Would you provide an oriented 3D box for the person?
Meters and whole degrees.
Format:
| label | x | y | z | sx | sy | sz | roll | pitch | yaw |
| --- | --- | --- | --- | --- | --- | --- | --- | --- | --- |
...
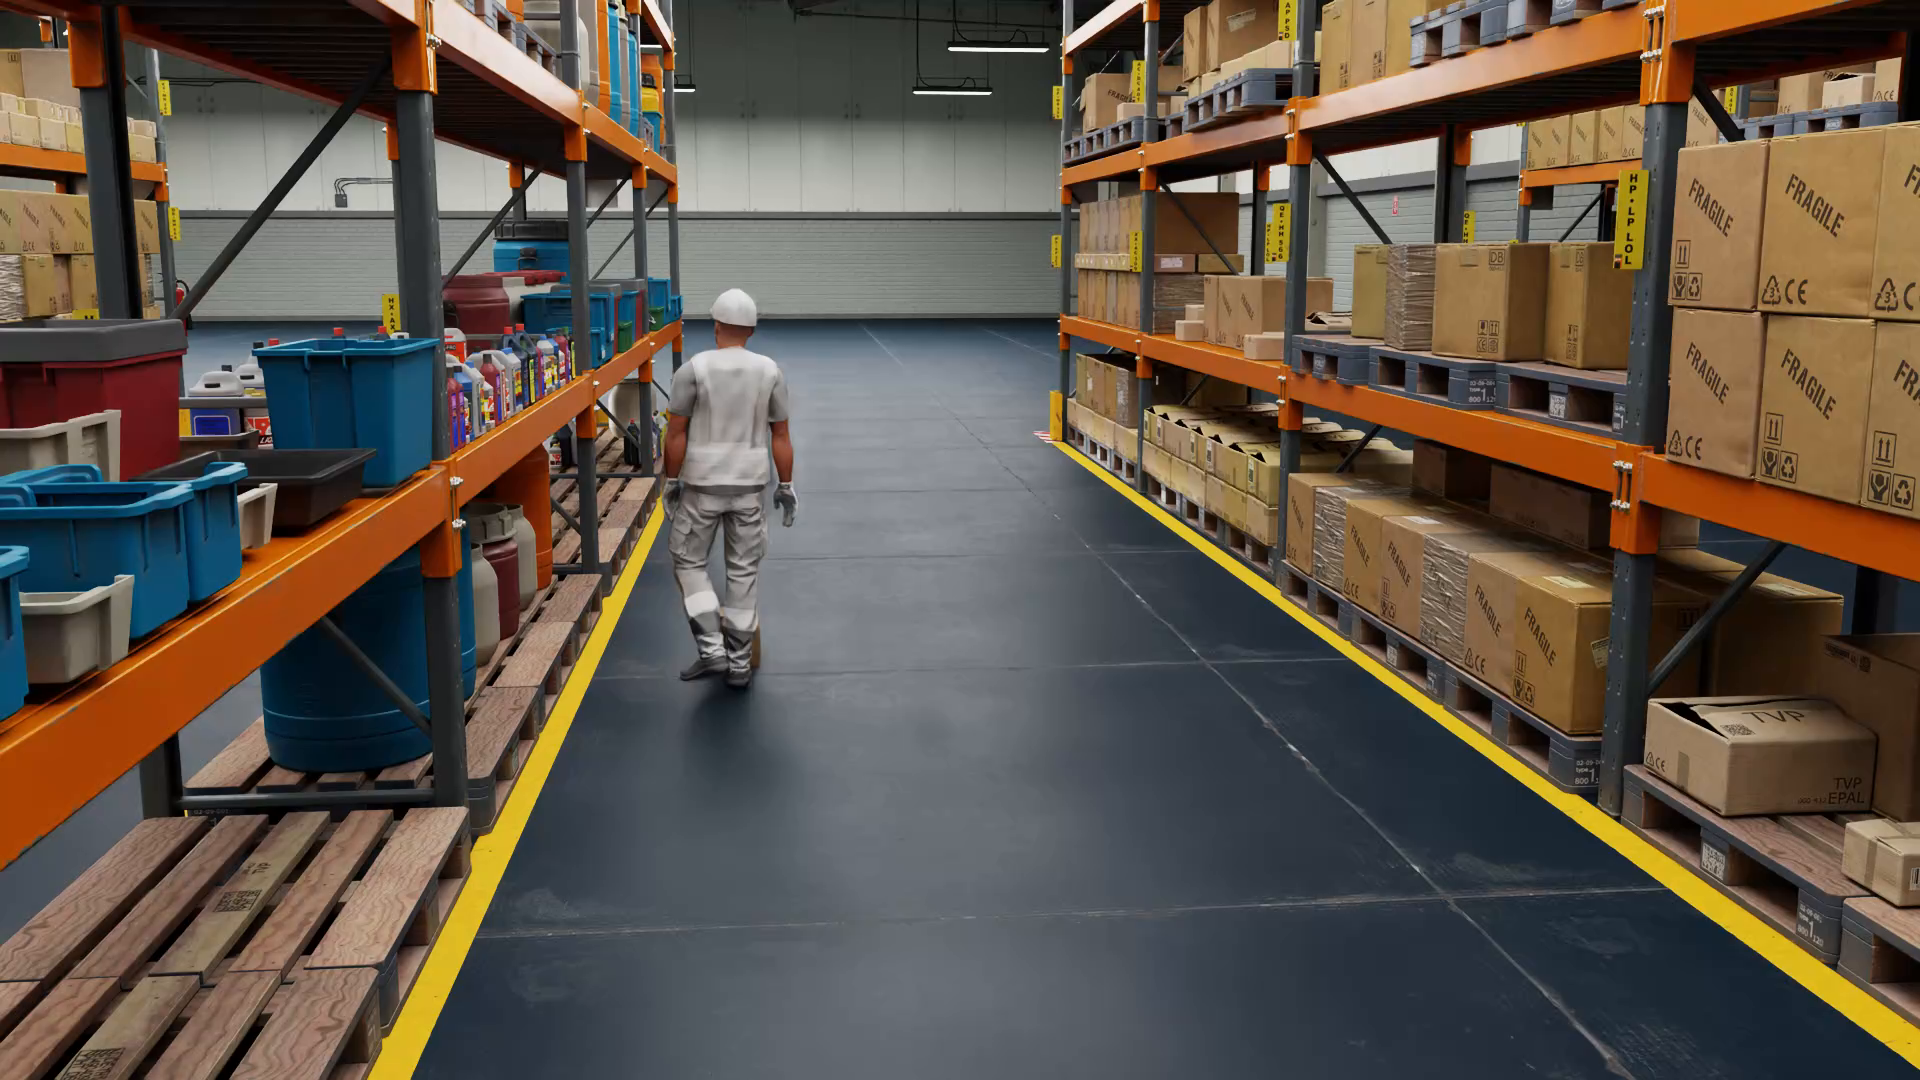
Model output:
| label | x | y | z | sx | sy | sz | roll | pitch | yaw |
| --- | --- | --- | --- | --- | --- | --- | --- | --- | --- |
| person | -1.030 | -0.224 | 7.474 | 0.617 | 1.792 | 0.461 | -3 | 10 | -18 |
